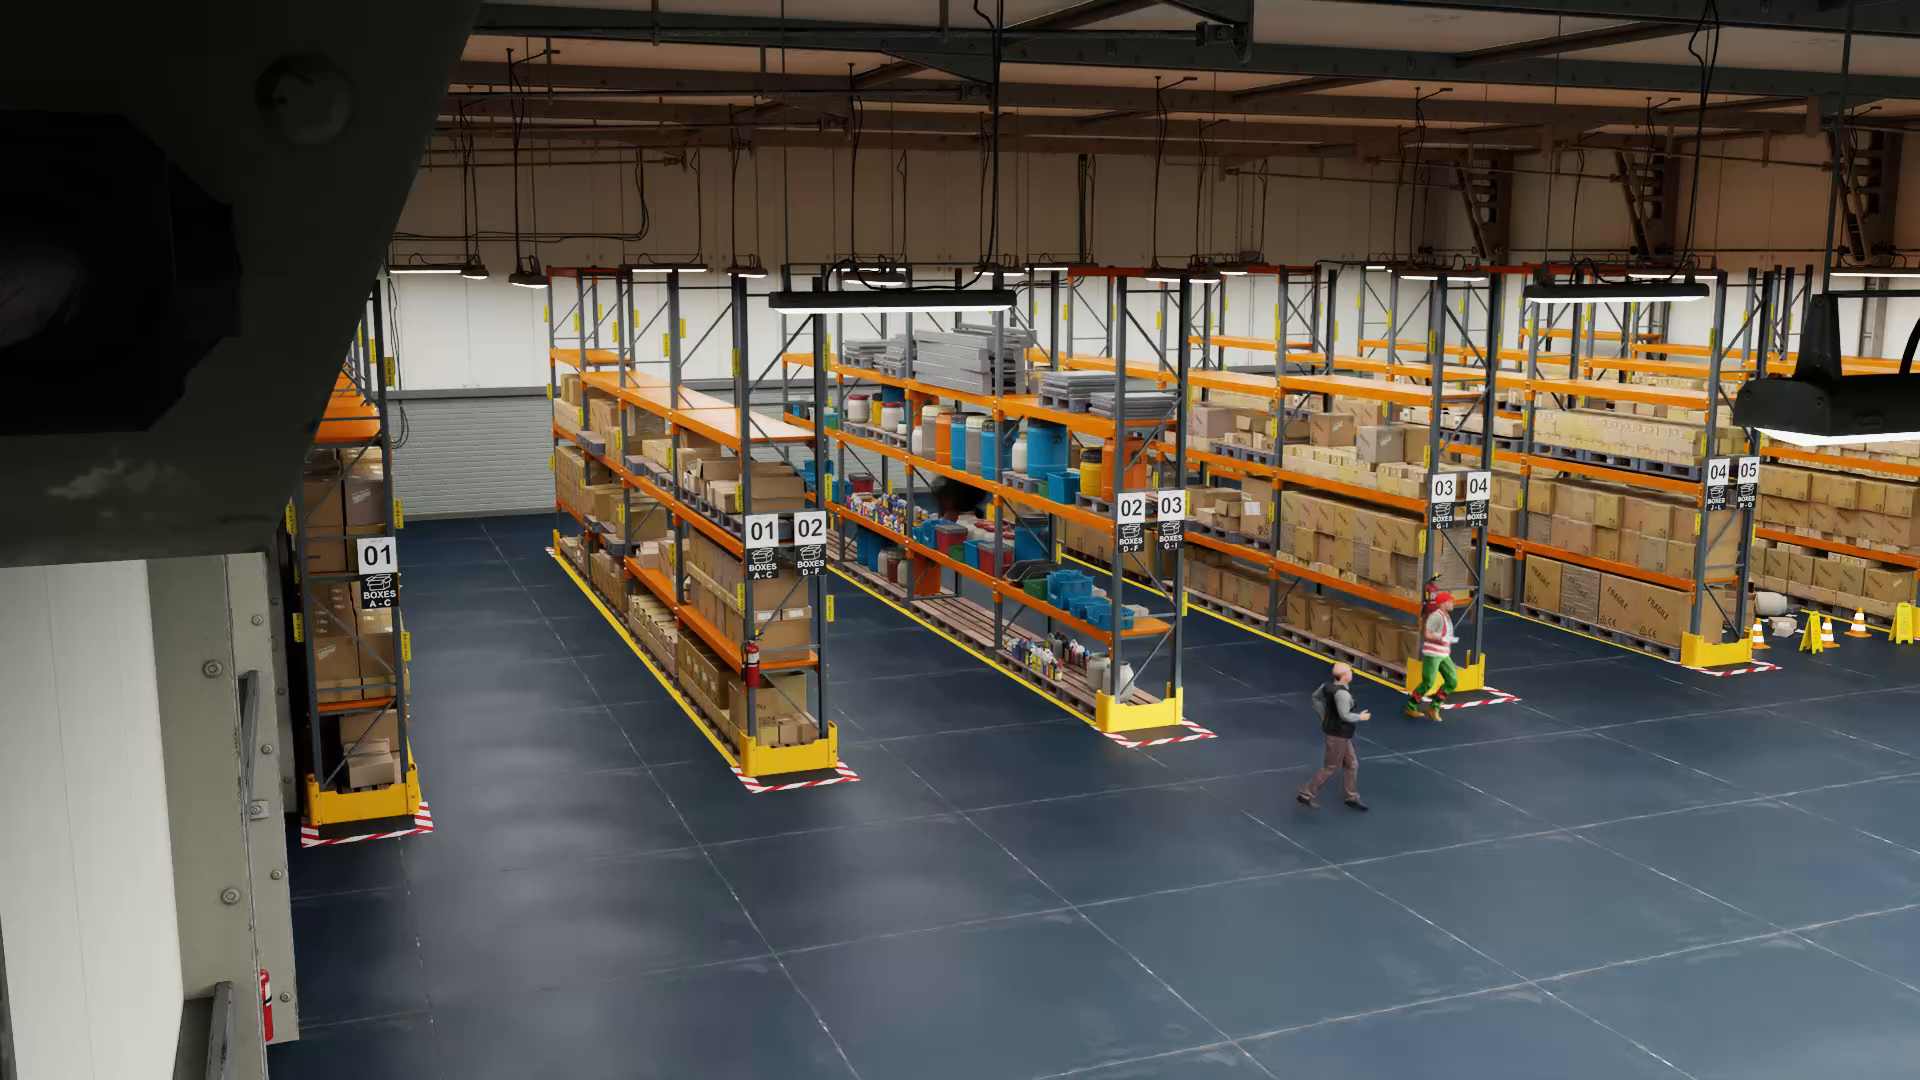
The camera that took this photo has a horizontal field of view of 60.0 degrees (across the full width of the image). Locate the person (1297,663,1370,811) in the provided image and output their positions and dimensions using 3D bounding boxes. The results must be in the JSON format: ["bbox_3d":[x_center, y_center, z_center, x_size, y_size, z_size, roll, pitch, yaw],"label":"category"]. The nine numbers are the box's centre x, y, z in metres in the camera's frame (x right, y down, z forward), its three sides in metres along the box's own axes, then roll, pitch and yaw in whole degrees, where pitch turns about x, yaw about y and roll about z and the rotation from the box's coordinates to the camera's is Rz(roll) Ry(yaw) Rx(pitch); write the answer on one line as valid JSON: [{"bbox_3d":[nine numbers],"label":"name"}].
[{"bbox_3d":[4.251,2.249,18.794,0.854,1.758,0.645,0,10,2],"label":"person"}]

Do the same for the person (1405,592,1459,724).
[{"bbox_3d":[6.509,1.582,22.569,0.661,1.776,0.683,-9,13,-41],"label":"person"}]
